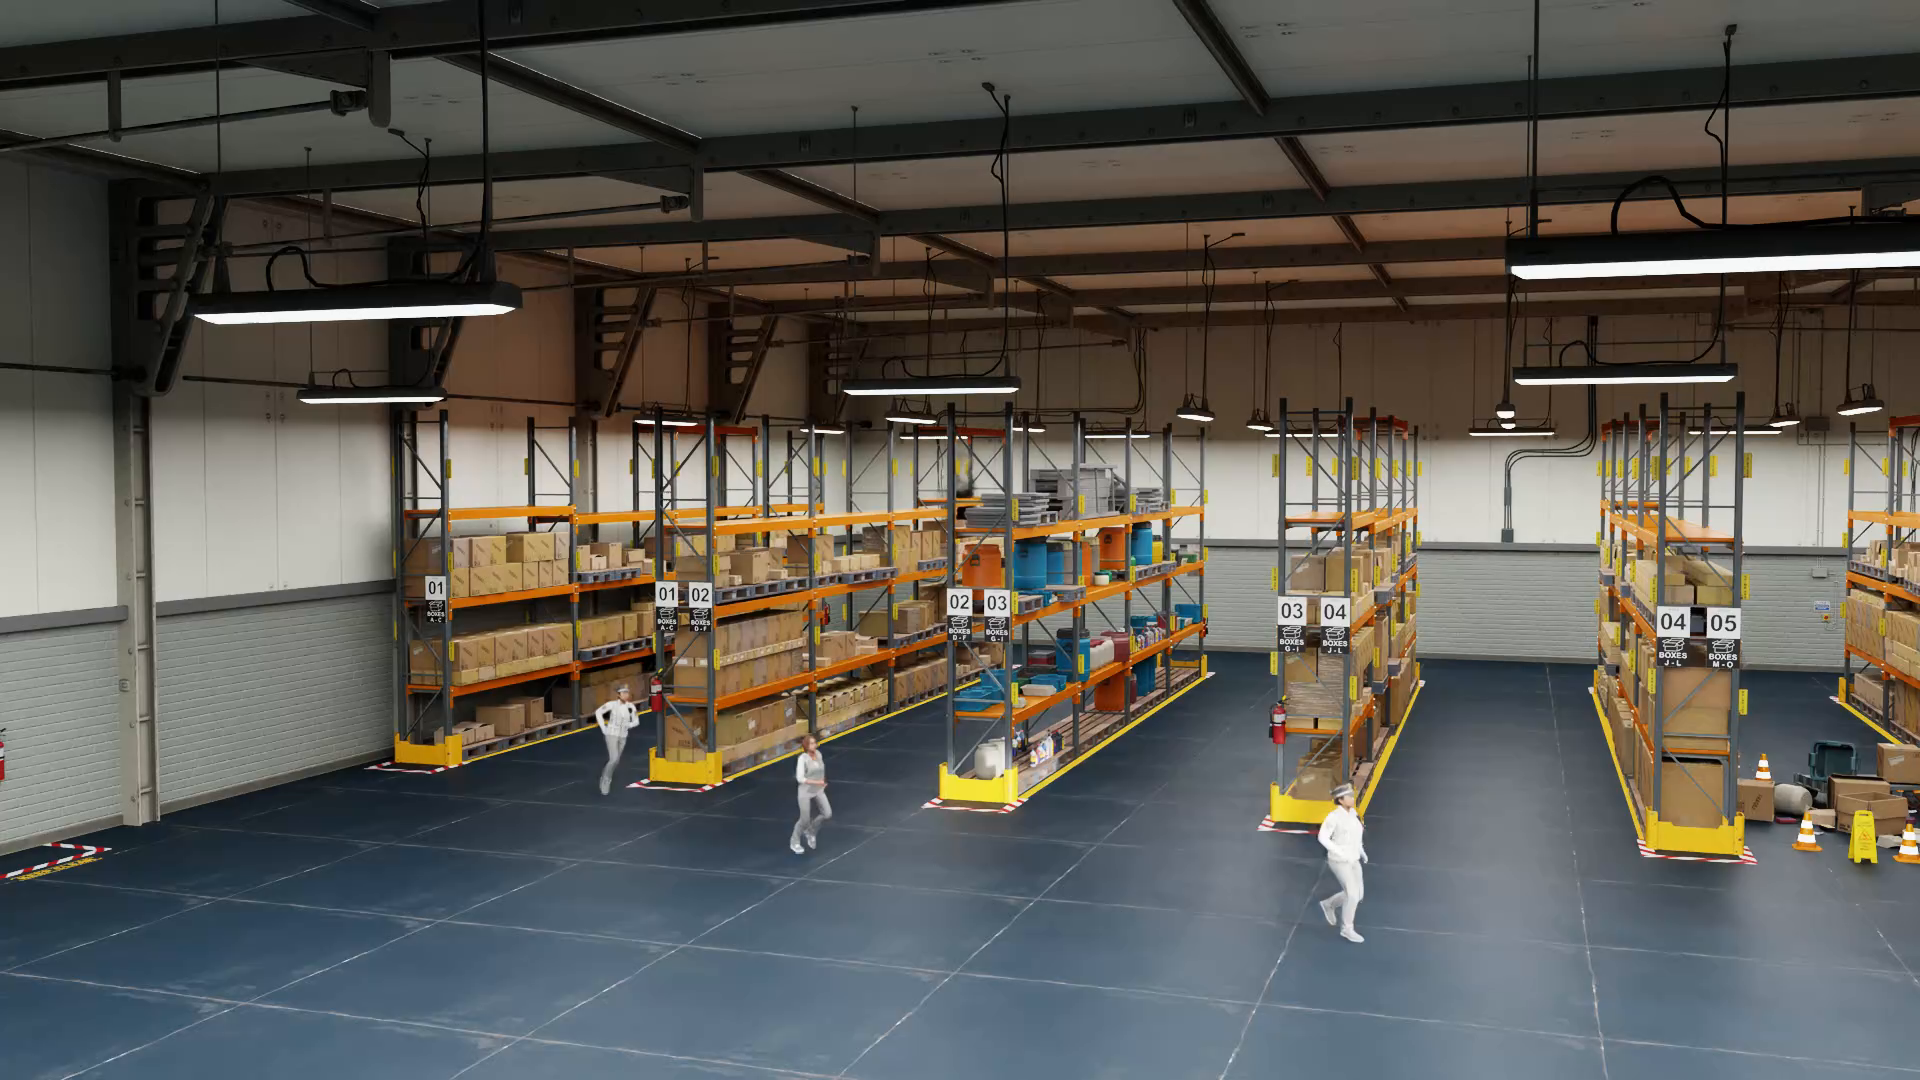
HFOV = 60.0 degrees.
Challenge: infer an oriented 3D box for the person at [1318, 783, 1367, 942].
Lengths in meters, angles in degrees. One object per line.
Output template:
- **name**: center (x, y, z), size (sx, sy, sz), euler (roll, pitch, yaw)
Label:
- **person**: center (4.059, 3.411, 17.732), size (0.628, 1.673, 0.555), euler (-2, 3, -43)

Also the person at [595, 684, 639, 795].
- **person**: center (-5.311, 3.082, 25.770), size (0.628, 1.695, 0.640), euler (-2, 3, -36)

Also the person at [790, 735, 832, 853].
- **person**: center (-1.902, 3.288, 21.493), size (0.560, 1.555, 0.745), euler (-2, 3, -40)
